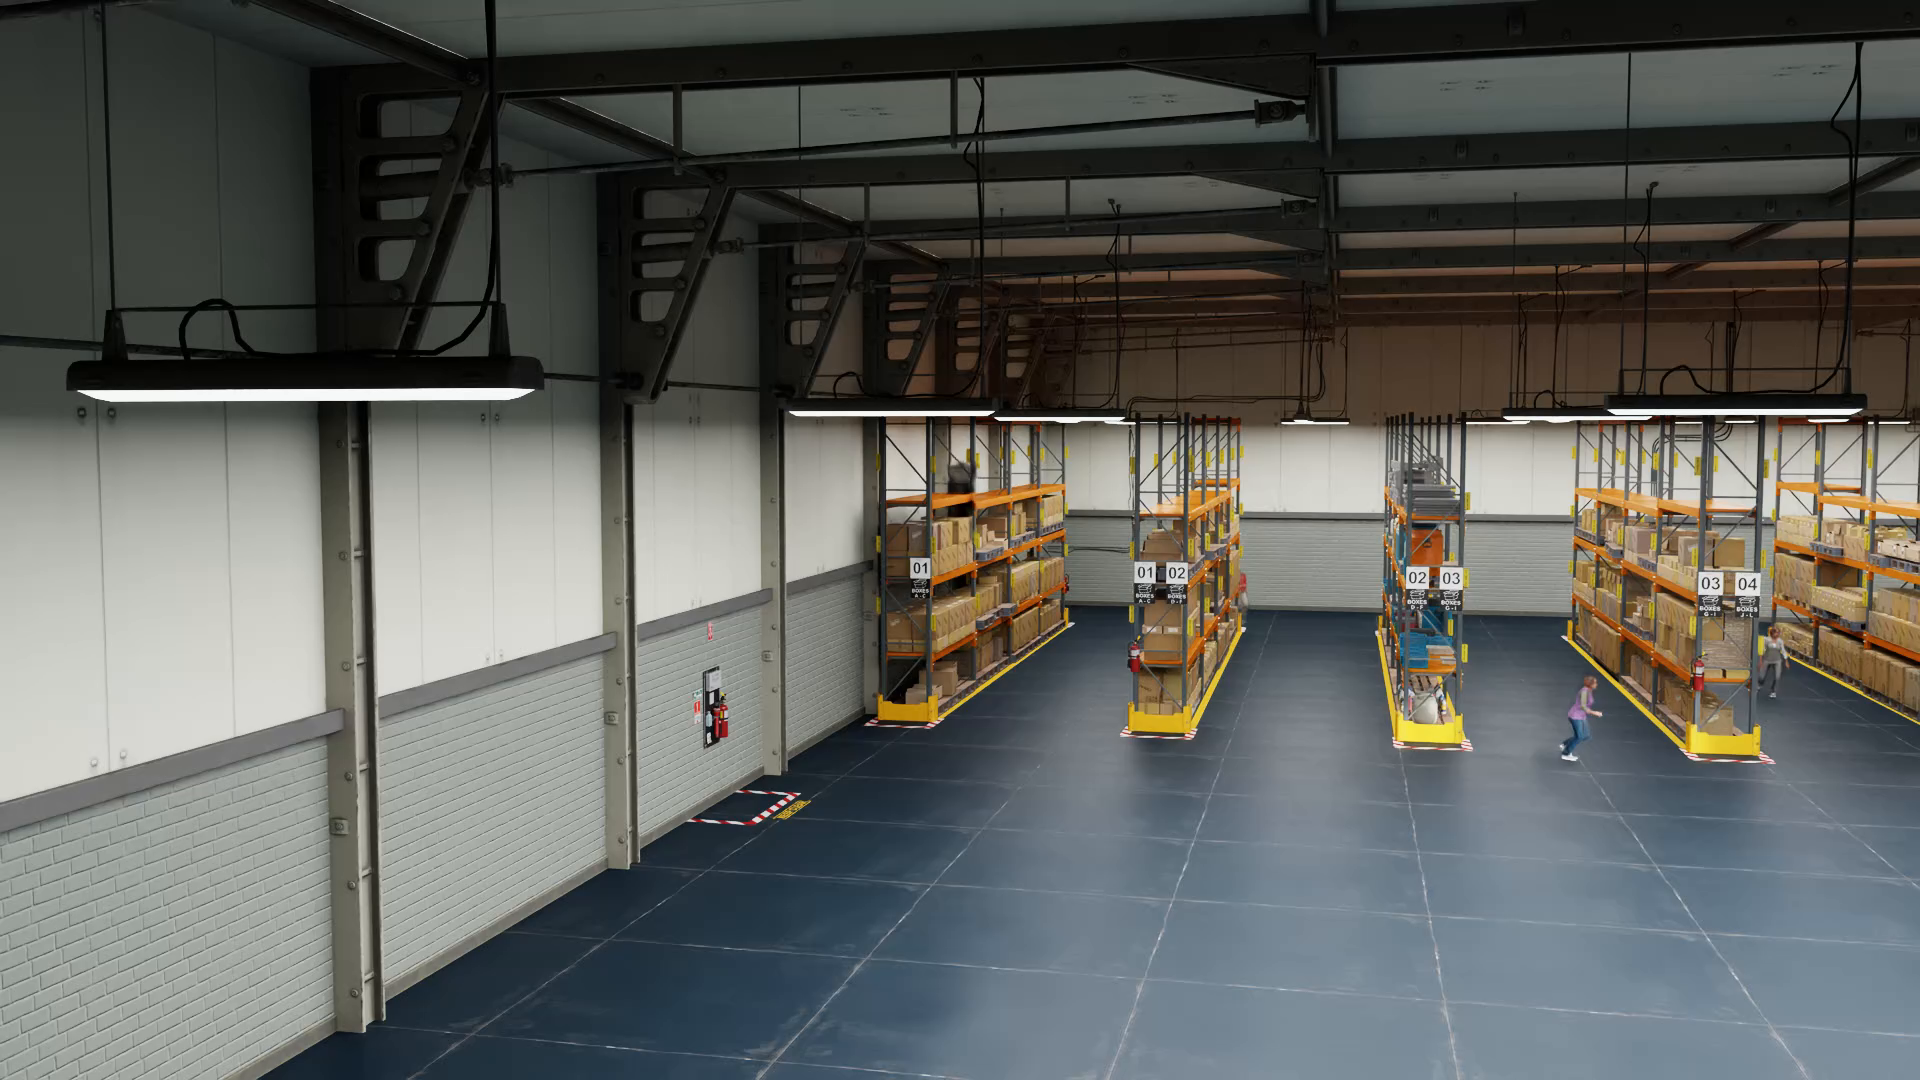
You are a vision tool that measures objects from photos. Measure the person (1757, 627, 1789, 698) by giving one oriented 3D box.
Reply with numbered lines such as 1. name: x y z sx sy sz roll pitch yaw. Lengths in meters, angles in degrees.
1. person: 17.206 2.572 35.296 0.662 1.519 0.596 1 4 19

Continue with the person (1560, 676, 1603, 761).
1. person: 10.651 3.051 28.493 0.703 1.491 0.525 2 5 33

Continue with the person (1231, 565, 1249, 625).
1. person: 8.108 1.608 48.319 0.645 1.791 0.852 -2 4 -24
